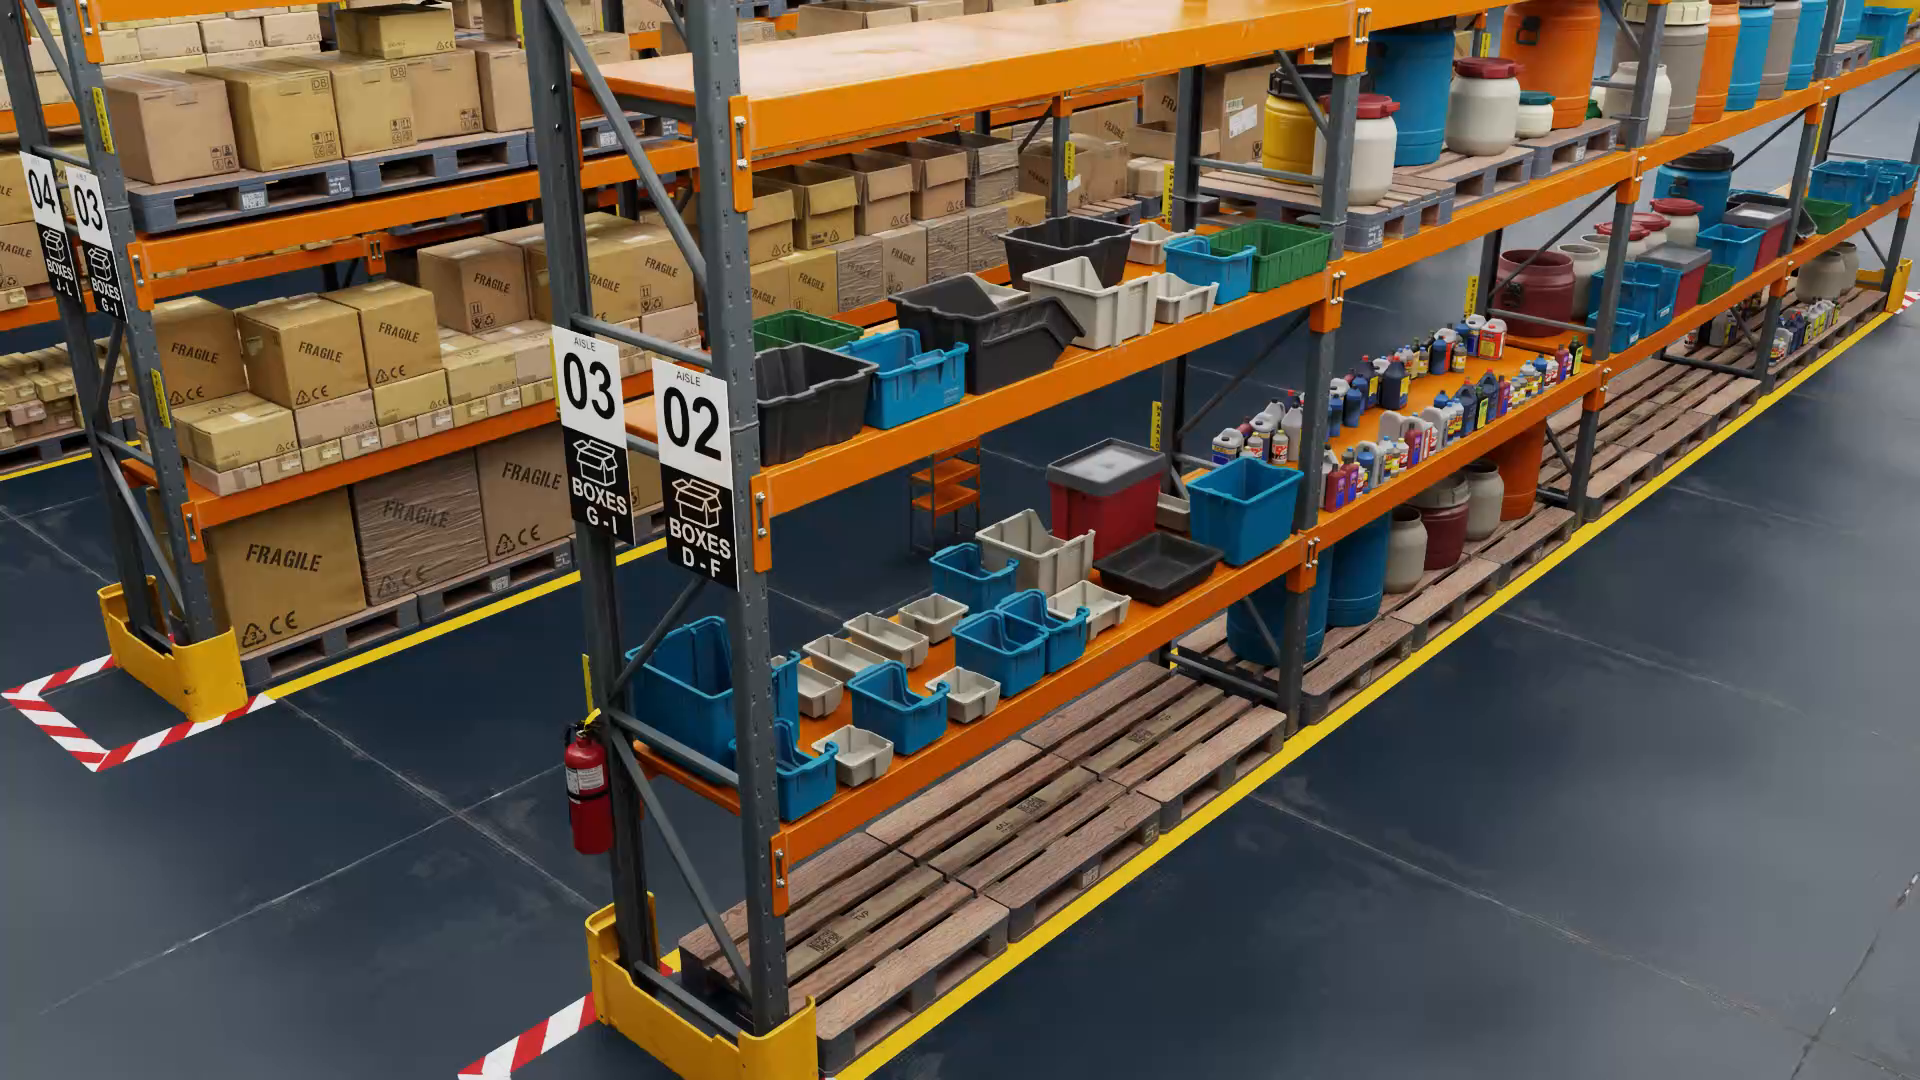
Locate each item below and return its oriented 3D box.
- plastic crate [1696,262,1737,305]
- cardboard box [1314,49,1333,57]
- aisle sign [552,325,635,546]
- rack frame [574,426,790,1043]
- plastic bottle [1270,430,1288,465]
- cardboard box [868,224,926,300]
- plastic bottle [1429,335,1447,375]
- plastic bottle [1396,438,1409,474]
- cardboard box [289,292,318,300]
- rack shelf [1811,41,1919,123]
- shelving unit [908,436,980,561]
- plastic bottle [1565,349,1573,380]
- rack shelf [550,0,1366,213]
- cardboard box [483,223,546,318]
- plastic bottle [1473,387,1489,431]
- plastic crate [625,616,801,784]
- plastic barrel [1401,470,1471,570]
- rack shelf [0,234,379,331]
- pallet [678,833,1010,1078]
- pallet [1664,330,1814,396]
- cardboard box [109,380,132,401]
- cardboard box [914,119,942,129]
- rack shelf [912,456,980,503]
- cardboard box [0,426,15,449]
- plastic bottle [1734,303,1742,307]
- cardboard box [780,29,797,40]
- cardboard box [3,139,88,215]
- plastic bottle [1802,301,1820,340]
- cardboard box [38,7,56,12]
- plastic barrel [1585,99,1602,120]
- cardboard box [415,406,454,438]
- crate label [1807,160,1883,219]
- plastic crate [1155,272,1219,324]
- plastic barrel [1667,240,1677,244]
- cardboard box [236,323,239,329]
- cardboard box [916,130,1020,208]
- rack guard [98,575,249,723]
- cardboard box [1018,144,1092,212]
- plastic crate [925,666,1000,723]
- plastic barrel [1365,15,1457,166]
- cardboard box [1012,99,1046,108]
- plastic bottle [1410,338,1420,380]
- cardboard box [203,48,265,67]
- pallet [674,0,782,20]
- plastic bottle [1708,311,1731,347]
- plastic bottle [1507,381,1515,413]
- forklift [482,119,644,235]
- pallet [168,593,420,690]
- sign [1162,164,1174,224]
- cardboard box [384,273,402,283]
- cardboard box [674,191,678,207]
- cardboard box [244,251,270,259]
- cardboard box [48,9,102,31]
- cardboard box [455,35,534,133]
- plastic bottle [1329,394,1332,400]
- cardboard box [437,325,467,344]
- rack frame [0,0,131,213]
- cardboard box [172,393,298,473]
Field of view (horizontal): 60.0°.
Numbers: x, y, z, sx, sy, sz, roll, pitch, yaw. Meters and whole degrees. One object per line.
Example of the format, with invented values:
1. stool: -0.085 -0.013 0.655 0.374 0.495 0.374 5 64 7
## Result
1. plastic crate: 5.948 -2.097 13.490 0.450 0.188 0.662 20 31 38
2. cardboard box: 4.034 -5.011 18.024 0.500 0.500 0.500 20 31 38
3. aisle sign: -1.375 -0.389 6.245 0.394 0.787 0.004 20 31 38
4. rack frame: -1.109 0.855 6.648 1.000 3.000 0.127 20 31 38
5. plastic bottle: 1.932 -0.564 10.056 0.097 0.201 0.097 0 24 0
6. cardboard box: -0.625 -2.298 13.558 0.500 0.500 0.500 21 32 38
7. plastic bottle: 3.339 -1.295 11.599 0.097 0.271 0.097 0 24 0
8. plastic bottle: 2.625 -0.509 9.932 0.097 0.201 0.097 0 24 0
9. cardboard box: -6.138 -2.215 15.739 0.380 0.149 0.250 22 32 40
10. rack shelf: 8.235 -4.451 15.694 1.077 0.370 4.000 20 31 38
11. shelving unit: -0.110 -0.497 11.863 0.258 1.200 0.503 20 31 38
12. plastic bottle: 4.187 -1.222 11.523 0.097 0.201 0.097 0 24 0
13. rack shelf: 0.226 -1.981 7.008 1.077 0.370 4.000 20 31 38
14. cardboard box: -2.972 -1.901 11.699 0.500 0.500 0.500 20 31 38
15. plastic bottle: 3.303 -0.844 10.580 0.061 0.283 0.133 20 31 38
16. plastic crate: -1.025 0.659 6.969 0.616 0.435 0.499 20 31 38
17. plastic barrel: 3.163 -0.176 11.381 0.600 0.588 0.708 20 31 38
18. rack shelf: -7.089 -2.164 14.259 1.077 0.370 4.000 20 31 38
19. pallet: -0.530 1.887 7.755 1.003 0.211 1.213 20 31 38
20. pallet: 7.379 -1.722 15.803 1.003 0.211 1.213 20 31 38
21. cardboard box: -7.202 -1.321 14.108 0.380 0.149 0.250 18 30 35
22. cardboard box: -0.564 -5.352 20.370 0.500 0.500 0.500 20 31 37
23. rack shelf: -0.110 -0.436 11.891 0.258 0.148 0.480 20 31 38
24. cardboard box: -7.836 -0.845 13.412 0.380 0.149 0.250 21 32 39
25. plastic bottle: 7.570 -2.239 16.340 0.152 0.276 0.135 21 31 38
26. cardboard box: -2.682 -7.567 24.945 0.500 0.500 0.500 21 31 38
27. cardboard box: -7.231 -2.892 13.297 0.500 0.500 0.500 19 31 36
28. plastic bottle: 8.157 -2.113 15.967 0.144 0.351 0.185 20 31 37
29. cardboard box: -7.377 -4.237 13.423 0.380 0.149 0.250 19 30 36
30. plastic barrel: 4.357 -2.969 11.701 0.294 0.245 0.294 0 24 0
31. cardboard box: -3.458 -0.793 10.631 0.380 0.149 0.250 20 31 37
32. crate label: 8.542 -3.401 16.097 0.502 0.435 0.616 20 31 38
33. plastic crate: 0.995 -1.121 7.710 0.293 0.136 0.466 20 31 38
34. plastic barrel: 5.902 -2.377 14.024 0.301 0.262 0.301 0 24 0
35. cardboard box: -6.331 -1.860 14.947 0.380 0.149 0.250 21 32 39
36. cardboard box: 0.042 -3.220 14.388 0.797 0.503 0.637 21 32 39
37. rack guard: -4.813 0.651 10.159 1.175 0.500 0.348 20 31 38
38. cardboard box: 0.872 -3.347 15.385 0.500 0.500 0.500 16 29 31
39. plastic crate: 0.029 0.681 7.285 0.250 0.136 0.298 20 31 38
40. plastic barrel: 2.586 -2.714 9.817 0.600 0.901 0.708 20 31 38
41. cardboard box: 0.621 -6.029 21.818 0.875 0.550 0.550 20 31 38
42. plastic bottle: 3.115 -1.246 11.476 0.061 0.283 0.133 20 31 38
43. cardboard box: -6.222 -4.029 14.058 0.500 0.250 0.500 20 31 37
44. pallet: -2.694 -5.813 18.084 1.213 0.211 1.003 22 32 40
45. plastic bottle: 7.222 -2.029 15.779 0.144 0.351 0.185 20 31 38
46. plastic bottle: 3.579 -0.944 10.903 0.097 0.201 0.097 0 24 0
47. forklift: -3.309 -2.653 14.555 1.130 2.935 3.031 19 31 36
48. pallet: -4.322 0.510 10.826 1.003 0.211 1.213 20 31 38
49. sign: 1.152 -1.887 9.087 0.100 0.325 0.005 20 31 38
50. cardboard box: -5.448 -2.446 16.553 0.500 0.500 0.500 19 31 37
51. cardboard box: -2.611 -3.646 18.923 1.050 0.750 0.750 20 31 37
52. cardboard box: -6.307 -2.602 14.666 0.380 0.149 0.250 19 30 36
53. cardboard box: -6.979 -4.094 13.105 0.380 0.149 0.250 21 32 39
54. cardboard box: -2.968 -2.950 10.710 0.700 0.500 0.500 22 32 40
55. plastic bottle: 2.253 -0.821 10.538 0.152 0.276 0.135 20 31 38
56. cardboard box: -3.649 -1.254 11.172 0.500 0.250 0.500 20 31 38
57. rack frame: -4.797 -3.235 8.437 1.000 3.000 0.127 20 31 38
58. cardboard box: -4.276 -0.637 9.796 0.500 0.250 0.500 19 30 36
